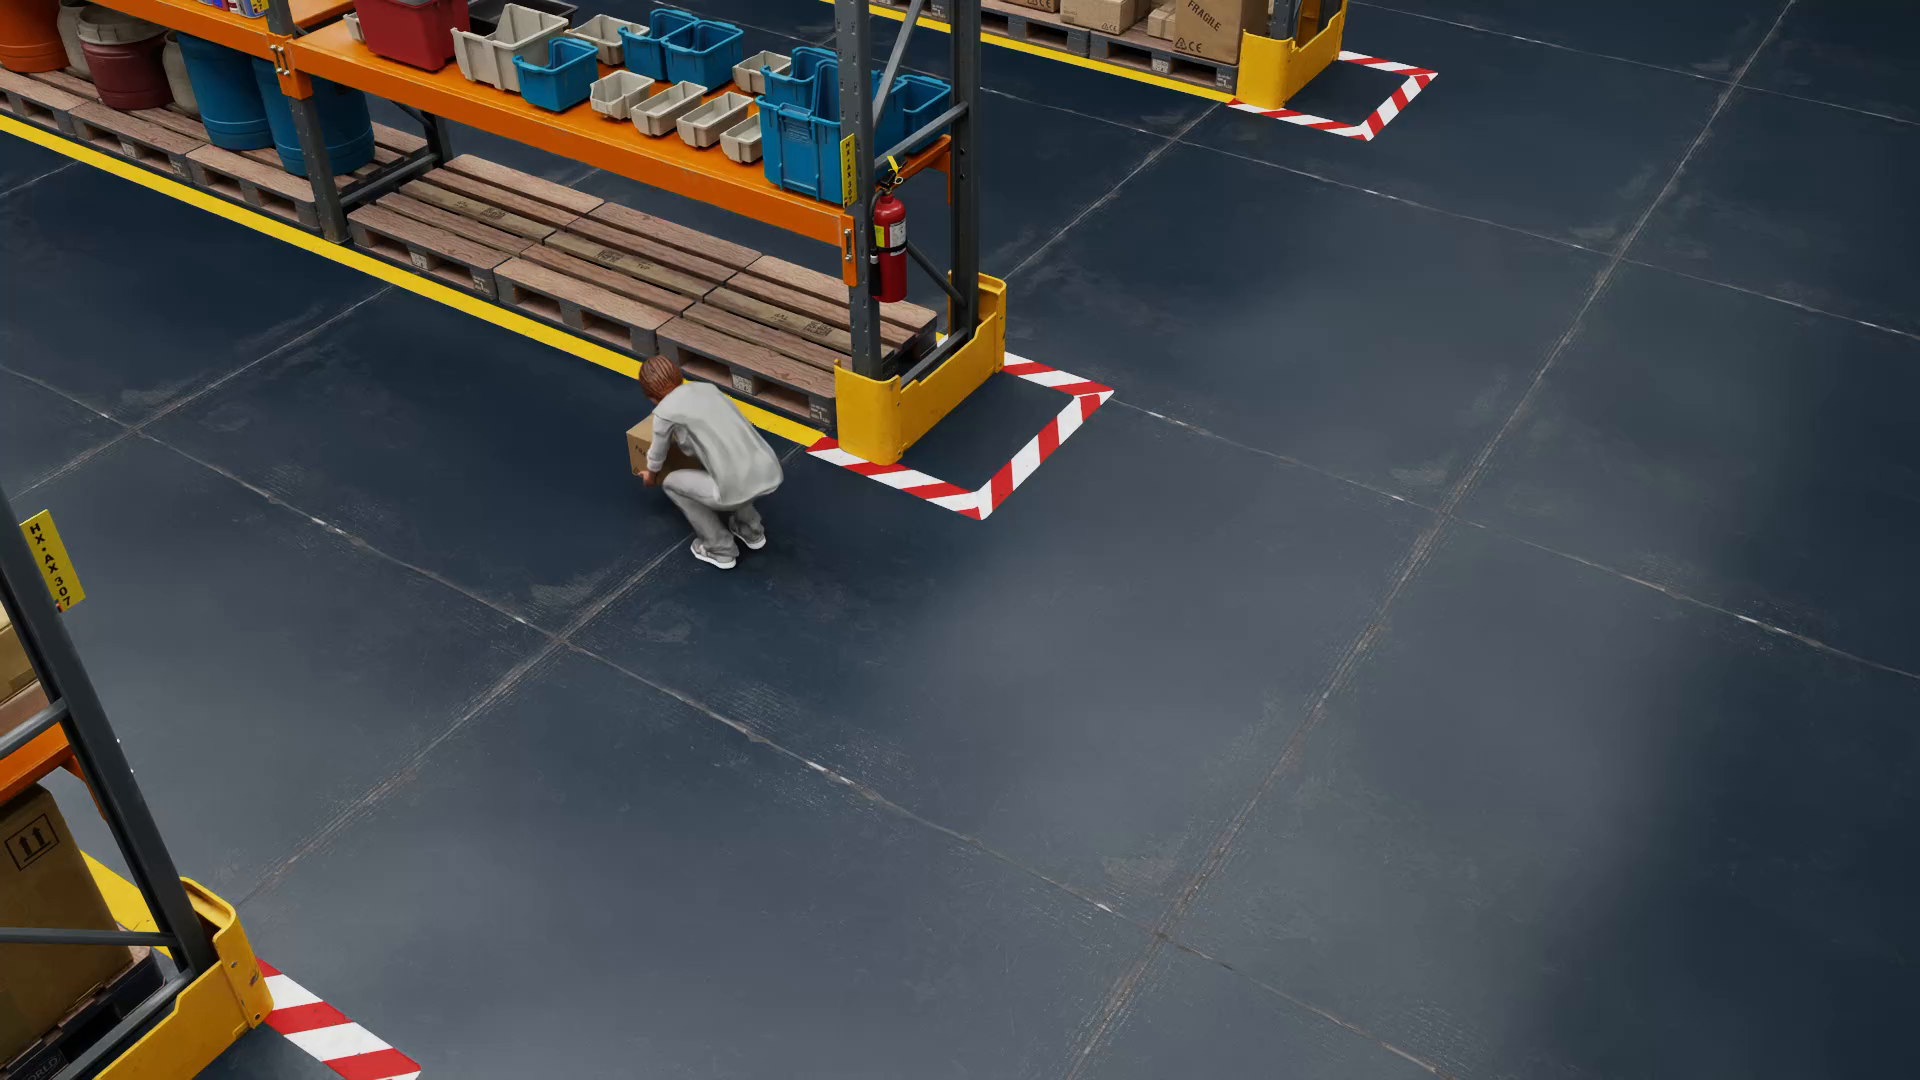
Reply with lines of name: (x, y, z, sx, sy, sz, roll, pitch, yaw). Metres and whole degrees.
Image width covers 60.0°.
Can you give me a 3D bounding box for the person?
person: (-1.185, -0.370, 7.712, 0.417, 0.890, 0.888, -31, 48, -33)
